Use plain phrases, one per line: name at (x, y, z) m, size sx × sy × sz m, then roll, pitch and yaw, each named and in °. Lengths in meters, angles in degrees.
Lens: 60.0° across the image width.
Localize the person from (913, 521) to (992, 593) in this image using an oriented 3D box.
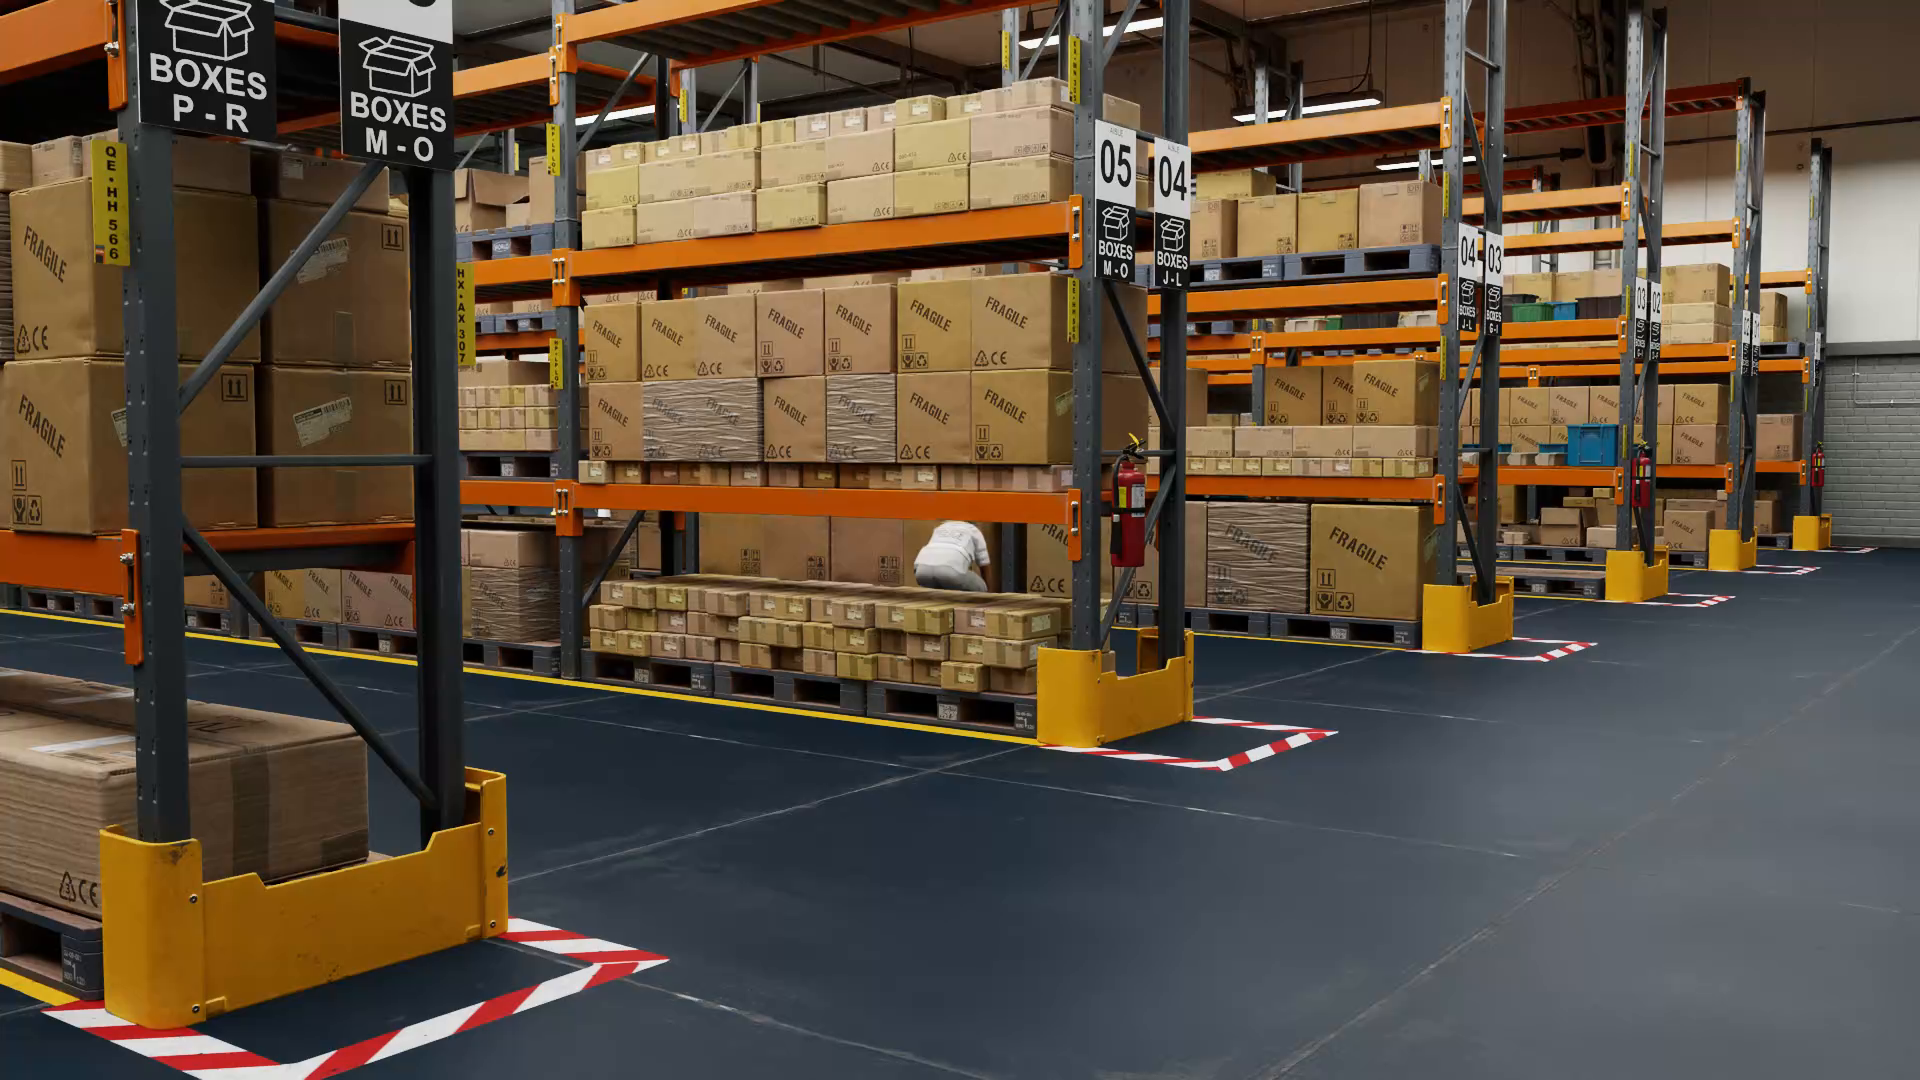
person at (-0.055, 0.284, 13.615) m, size 0.526 × 0.992 × 0.846 m, roll 2°, pitch 4°, yaw 29°
